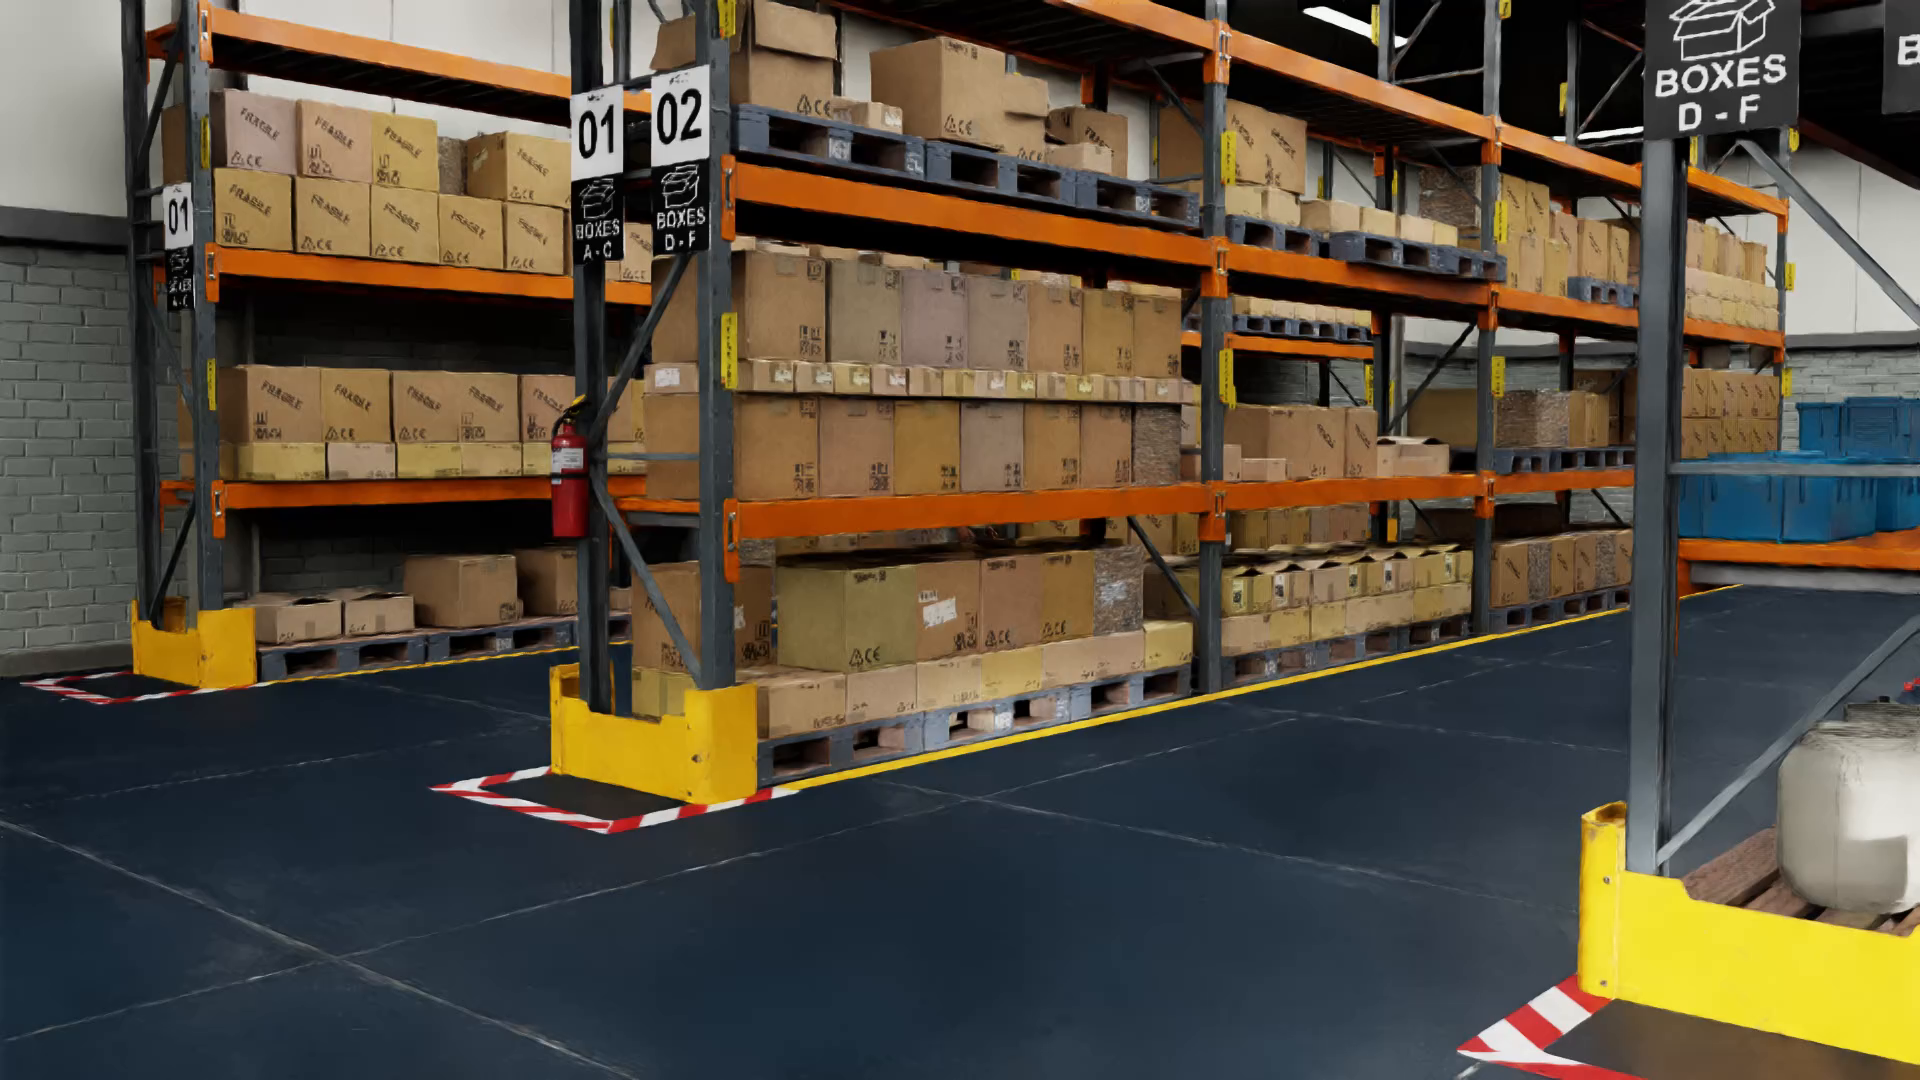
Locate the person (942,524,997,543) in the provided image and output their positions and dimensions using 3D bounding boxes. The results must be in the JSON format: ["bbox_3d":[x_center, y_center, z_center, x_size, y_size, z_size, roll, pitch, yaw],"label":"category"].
[{"bbox_3d":[0.072,-0.075,12.711,0.413,1.816,0.580,1,4,21],"label":"person"}]
